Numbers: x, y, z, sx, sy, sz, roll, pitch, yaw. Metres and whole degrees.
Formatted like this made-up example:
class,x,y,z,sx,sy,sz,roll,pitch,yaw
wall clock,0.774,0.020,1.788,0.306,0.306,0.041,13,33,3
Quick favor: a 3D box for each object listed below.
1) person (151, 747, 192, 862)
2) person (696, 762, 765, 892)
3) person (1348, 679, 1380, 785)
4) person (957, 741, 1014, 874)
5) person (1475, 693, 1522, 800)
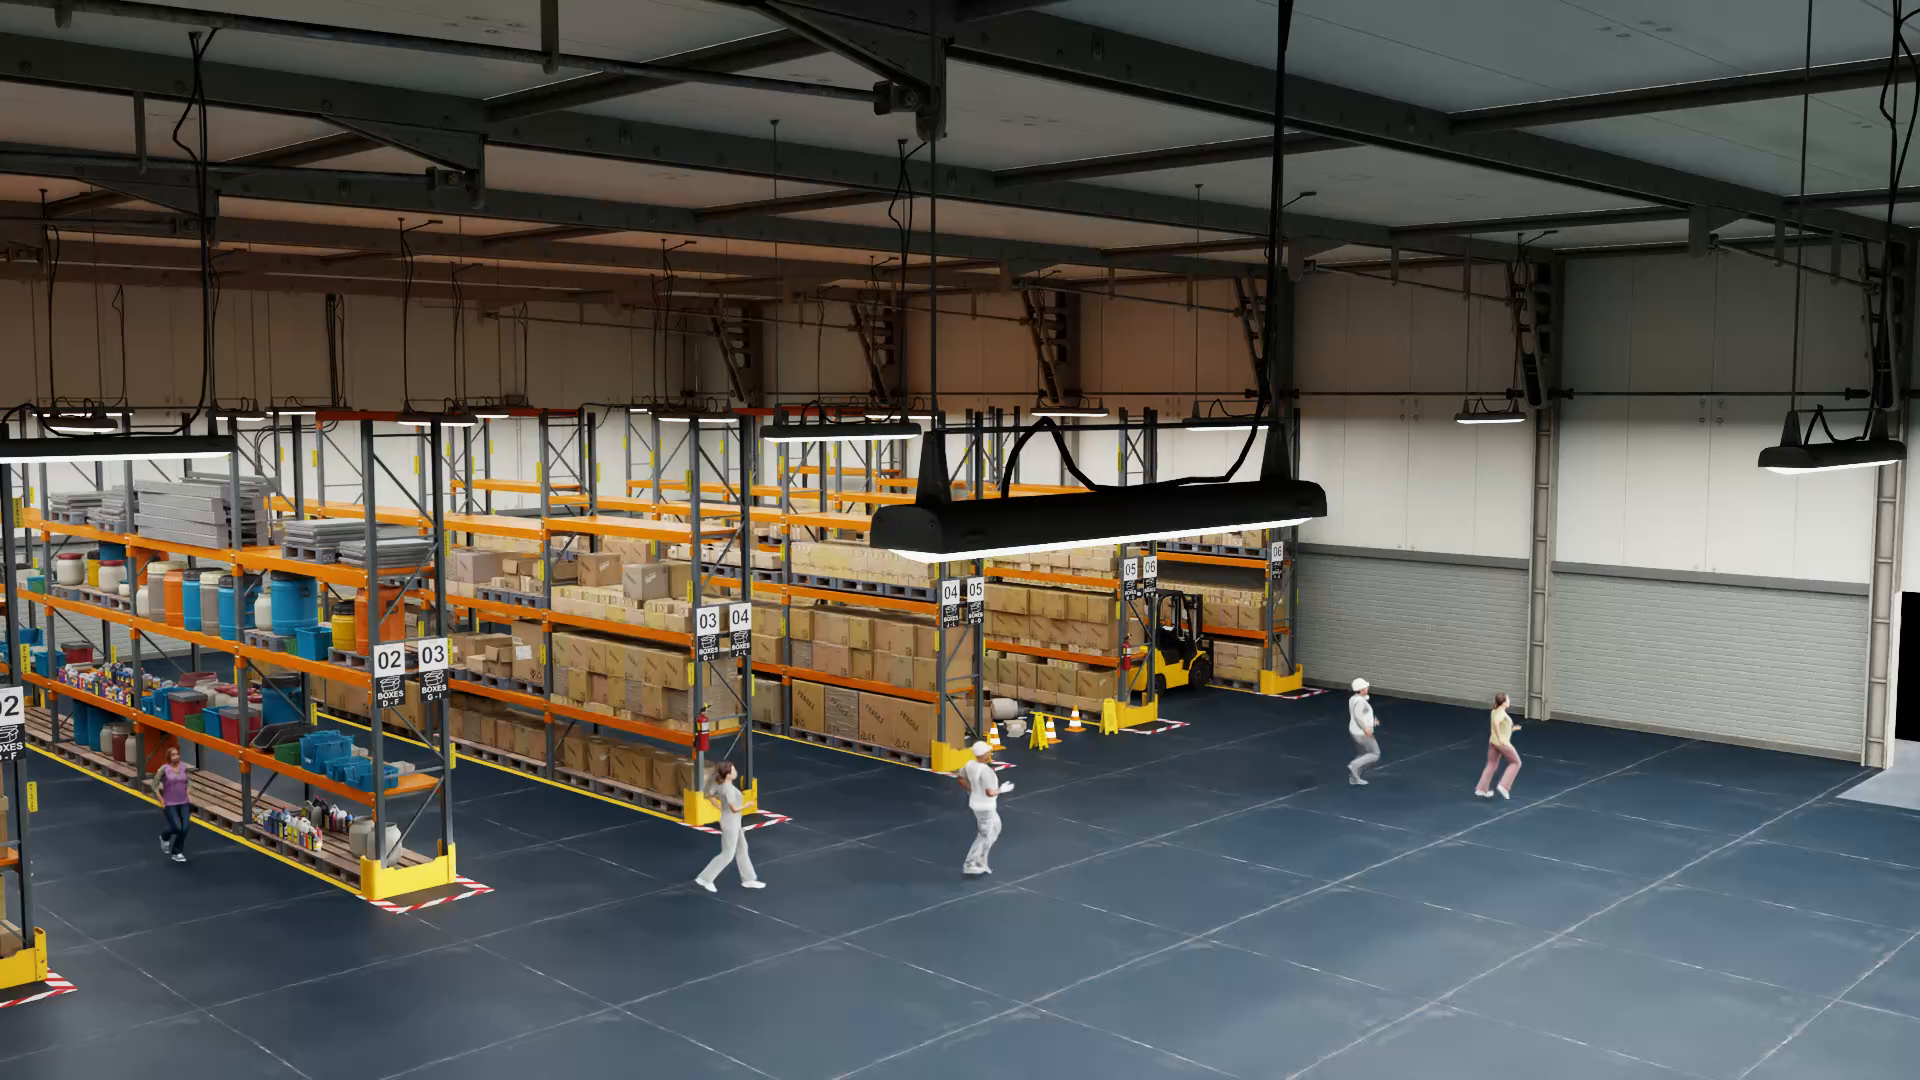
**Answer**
class,x,y,z,sx,sy,sz,roll,pitch,yaw
person,-10.604,3.570,22.465,0.512,1.552,0.507,4,7,41
person,-2.897,3.609,20.943,0.908,1.664,0.570,-2,5,-20
person,6.515,3.094,26.819,0.569,1.728,0.652,0,5,-4
person,0.351,3.520,21.799,0.667,1.803,0.657,-1,5,-16
person,8.396,3.210,25.859,0.773,1.687,0.541,-1,5,-13
